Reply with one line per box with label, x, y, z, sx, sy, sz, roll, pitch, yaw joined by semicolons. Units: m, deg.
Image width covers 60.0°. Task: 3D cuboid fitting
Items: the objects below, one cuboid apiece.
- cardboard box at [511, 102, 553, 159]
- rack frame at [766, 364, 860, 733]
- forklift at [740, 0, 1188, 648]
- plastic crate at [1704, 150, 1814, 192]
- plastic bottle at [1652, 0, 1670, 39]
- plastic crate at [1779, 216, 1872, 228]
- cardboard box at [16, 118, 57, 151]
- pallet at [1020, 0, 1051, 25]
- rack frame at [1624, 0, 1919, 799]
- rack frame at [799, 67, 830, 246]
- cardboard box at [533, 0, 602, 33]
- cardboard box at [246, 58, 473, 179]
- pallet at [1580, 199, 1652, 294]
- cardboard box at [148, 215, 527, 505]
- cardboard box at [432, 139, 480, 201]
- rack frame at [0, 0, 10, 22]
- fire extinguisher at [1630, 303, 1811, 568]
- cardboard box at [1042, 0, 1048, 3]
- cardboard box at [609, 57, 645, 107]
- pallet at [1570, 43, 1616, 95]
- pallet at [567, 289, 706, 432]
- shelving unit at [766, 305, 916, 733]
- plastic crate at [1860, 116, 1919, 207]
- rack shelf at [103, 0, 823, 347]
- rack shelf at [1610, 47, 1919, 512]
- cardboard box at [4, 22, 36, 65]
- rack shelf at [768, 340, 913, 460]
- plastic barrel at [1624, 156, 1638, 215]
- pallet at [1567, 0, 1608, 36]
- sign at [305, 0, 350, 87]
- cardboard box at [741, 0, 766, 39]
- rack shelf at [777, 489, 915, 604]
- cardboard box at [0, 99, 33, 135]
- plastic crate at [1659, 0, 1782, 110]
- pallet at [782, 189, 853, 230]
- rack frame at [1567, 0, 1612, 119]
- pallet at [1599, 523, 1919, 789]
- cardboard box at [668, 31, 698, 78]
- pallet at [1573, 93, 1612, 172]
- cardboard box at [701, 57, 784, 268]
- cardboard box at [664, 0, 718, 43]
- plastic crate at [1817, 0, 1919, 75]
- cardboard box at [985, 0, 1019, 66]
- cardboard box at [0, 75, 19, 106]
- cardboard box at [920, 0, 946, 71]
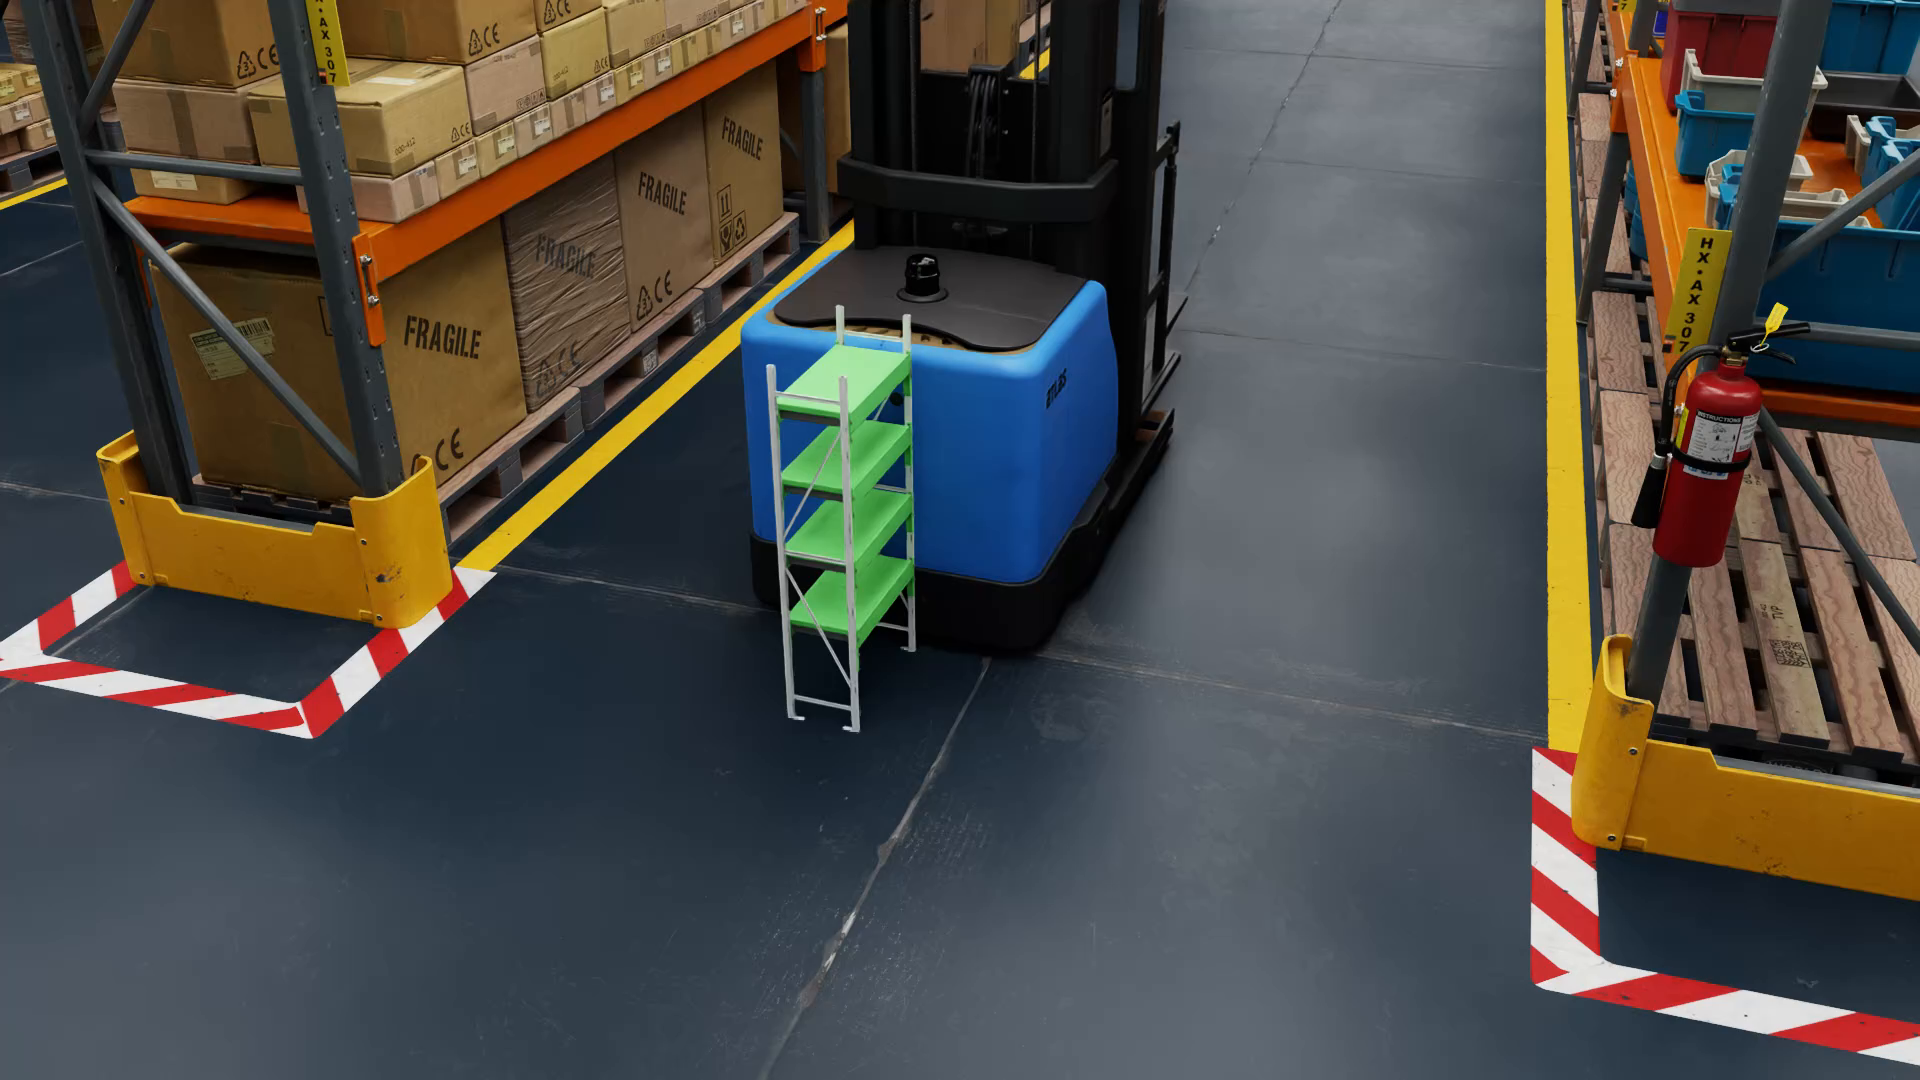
cardboard box;-1.751;-1.538;6.188;0.380;0.149;0.250;8;30;14
rack frame;-0.427;0.054;4.918;0.240;1.200;0.015;10;31;17
forklift;0.253;-1.626;6.158;1.130;2.935;3.031;10;31;17
plastic crate;2.632;-1.185;5.505;0.298;0.136;0.250;8;30;15
plastic bottle;3.321;-2.498;7.782;0.152;0.276;0.135;8;30;15
plastic crate;2.505;-0.912;5.014;0.396;0.136;0.243;8;30;15
cardboard box;-5.722;-2.491;10.143;0.380;0.149;0.250;9;30;16
pallet;0.544;-4.598;14.298;1.003;0.211;1.213;8;30;15
rack frame;2.340;-0.464;3.998;1.000;3.000;0.127;8;30;15
rack frame;-1.221;-3.029;8.610;1.000;3.000;0.127;8;30;15
cardboard box;-1.703;-2.221;6.234;0.500;0.500;0.500;8;30;14
cardboard box;-1.996;-1.419;5.564;0.500;0.250;0.500;8;30;14
pallet;3.780;-1.457;8.651;1.003;0.211;1.213;8;30;15
cardboard box;-2.284;-0.734;6.238;0.875;0.875;0.875;8;30;15
cardboard box;-1.901;-1.298;5.756;0.380;0.149;0.250;8;30;14
rack frame;-5.933;-3.784;9.967;1.000;3.000;0.127;8;30;15
fire extinguisher;1.861;-0.262;4.098;0.296;0.674;0.183;8;30;15
cardboard box;0.441;-4.826;13.959;0.700;0.500;0.500;11;31;19
cardboard box;-1.525;-1.894;6.827;0.380;0.149;0.250;8;30;14
pallet;4.952;-3.317;11.996;1.003;0.211;1.213;8;30;15
pallet;-1.875;-0.900;7.650;1.003;0.211;1.213;8;30;15
shelving unit;-0.345;-0.057;5.119;0.258;1.200;0.503;10;31;17
plastic crate;3.202;-1.236;5.497;0.416;0.233;0.300;8;30;15
rack shelf;-1.808;-1.786;7.114;1.077;0.370;4.000;8;30;15
rack shelf;2.927;-1.079;5.844;1.077;0.370;4.000;8;30;15
cardboard box;-5.956;-3.255;11.155;0.500;0.500;0.500;8;30;14
rack shelf;-0.345;-0.421;4.917;0.258;0.148;0.480;10;31;17
plastic barrel;3.898;-2.169;8.789;0.600;0.901;0.708;8;30;15
pallet;5.669;-4.451;14.035;1.003;0.211;1.213;8;30;15
sign;-1.866;-1.501;4.891;0.100;0.325;0.005;8;30;15
cardboard box;-1.148;-2.492;7.903;0.380;0.149;0.250;8;30;14
rack shelf;-0.345;-0.002;5.150;0.258;0.148;0.480;10;31;17
cardboard box;-5.789;-2.532;9.911;0.380;0.149;0.250;7;30;12
plastic crate;3.012;-1.998;6.628;0.402;0.464;0.583;8;30;15
pallet;-1.066;-2.180;9.952;1.003;0.211;1.213;8;30;15
rack frame;4.688;-4.181;10.681;1.000;3.000;0.127;8;30;15
pallet;2.619;0.377;5.355;1.003;0.211;1.213;8;30;15
cardboard box;-1.374;-2.134;7.259;0.380;0.149;0.250;8;30;14
pallet;4.496;-2.591;10.690;1.003;0.211;1.213;8;30;15
cardboard box;-1.491;-1.989;8.494;0.875;0.875;0.875;8;30;15
cardboard box;-1.399;-2.373;7.279;0.500;0.250;0.500;9;30;16
plastic crate;3.703;-2.076;6.851;0.392;0.384;0.575;8;30;15
cardboard box;-0.269;-3.826;11.795;1.225;0.875;0.875;7;30;13
cardboard box;-5.825;-2.655;9.825;0.380;0.149;0.250;9;30;15
cardboard box;-0.791;-3.000;10.311;1.225;0.875;0.875;7;30;13
